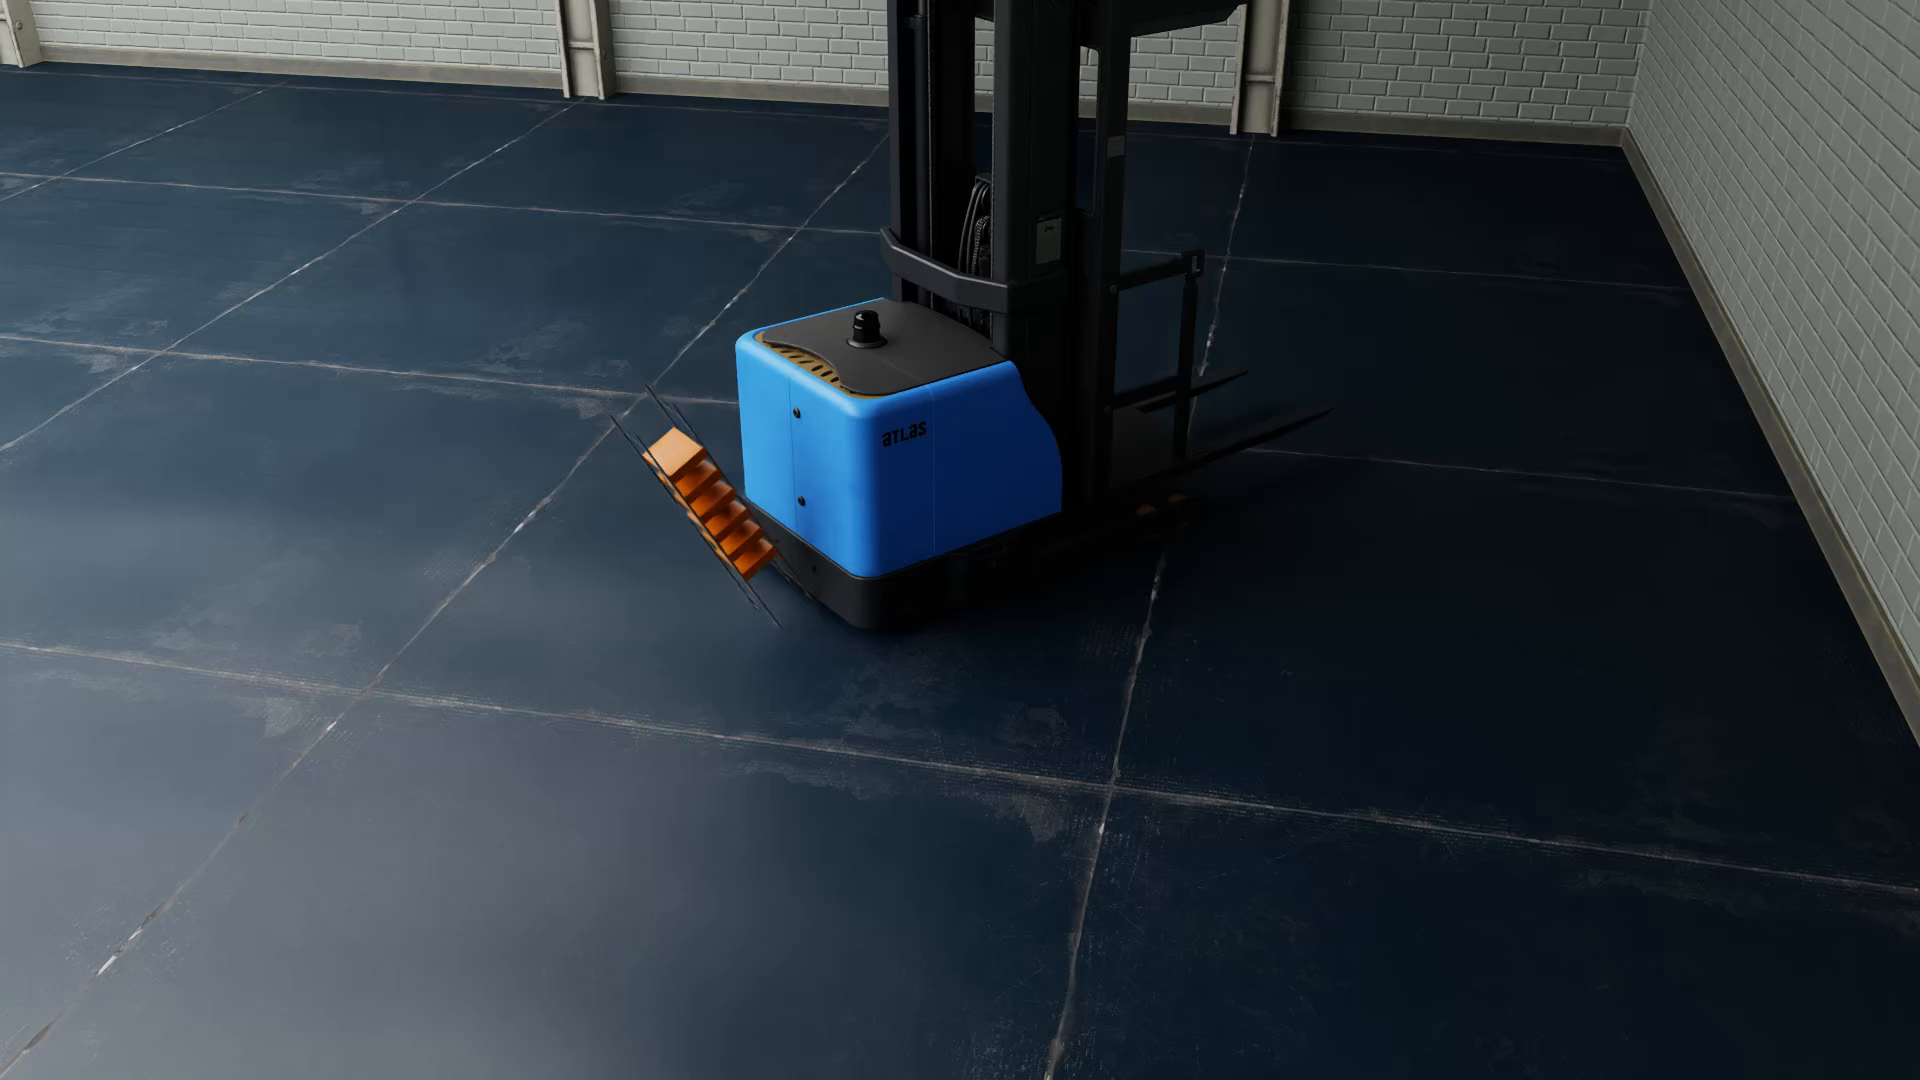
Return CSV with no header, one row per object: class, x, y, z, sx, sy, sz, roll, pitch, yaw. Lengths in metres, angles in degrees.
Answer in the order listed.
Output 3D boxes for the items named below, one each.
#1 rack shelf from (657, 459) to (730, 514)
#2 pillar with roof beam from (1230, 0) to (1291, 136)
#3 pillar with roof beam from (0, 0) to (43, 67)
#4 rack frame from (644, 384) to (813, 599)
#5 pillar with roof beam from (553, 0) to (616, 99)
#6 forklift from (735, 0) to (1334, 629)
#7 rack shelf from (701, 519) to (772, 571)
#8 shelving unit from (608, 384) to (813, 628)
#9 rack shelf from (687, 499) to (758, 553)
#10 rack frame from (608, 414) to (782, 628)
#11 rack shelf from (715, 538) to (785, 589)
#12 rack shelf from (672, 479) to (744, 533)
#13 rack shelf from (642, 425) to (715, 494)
rack shelf,-1.068,-0.242,6.635,0.180,0.103,0.258,-43,43,-13
pillar with roof beam,1.599,-5.396,8.235,0.400,9.000,9.100,6,29,11
pillar with roof beam,-10.137,-6.599,10.433,0.400,9.000,9.100,6,29,11
rack frame,-0.928,-0.178,6.786,0.006,1.200,0.240,-43,43,-13
pillar with roof beam,-4.269,-5.998,9.334,0.400,9.000,9.100,6,29,11
forklift,0.506,-1.466,7.376,3.031,2.935,1.130,-20,34,-32
rack shelf,-0.930,-0.012,6.875,0.180,0.103,0.258,-43,43,-13
shelving unit,-0.993,-0.117,6.766,0.189,1.200,0.258,-43,43,-13
rack shelf,-0.976,-0.089,6.795,0.180,0.103,0.258,-43,43,-13
rack frame,-1.058,-0.057,6.745,0.006,1.200,0.240,-43,43,-13
rack shelf,-0.884,0.065,6.955,0.180,0.103,0.258,-43,43,-13
rack shelf,-1.022,-0.166,6.715,0.180,0.103,0.258,-43,43,-13
rack shelf,-1.114,-0.319,6.555,0.180,0.103,0.258,-43,43,-13
